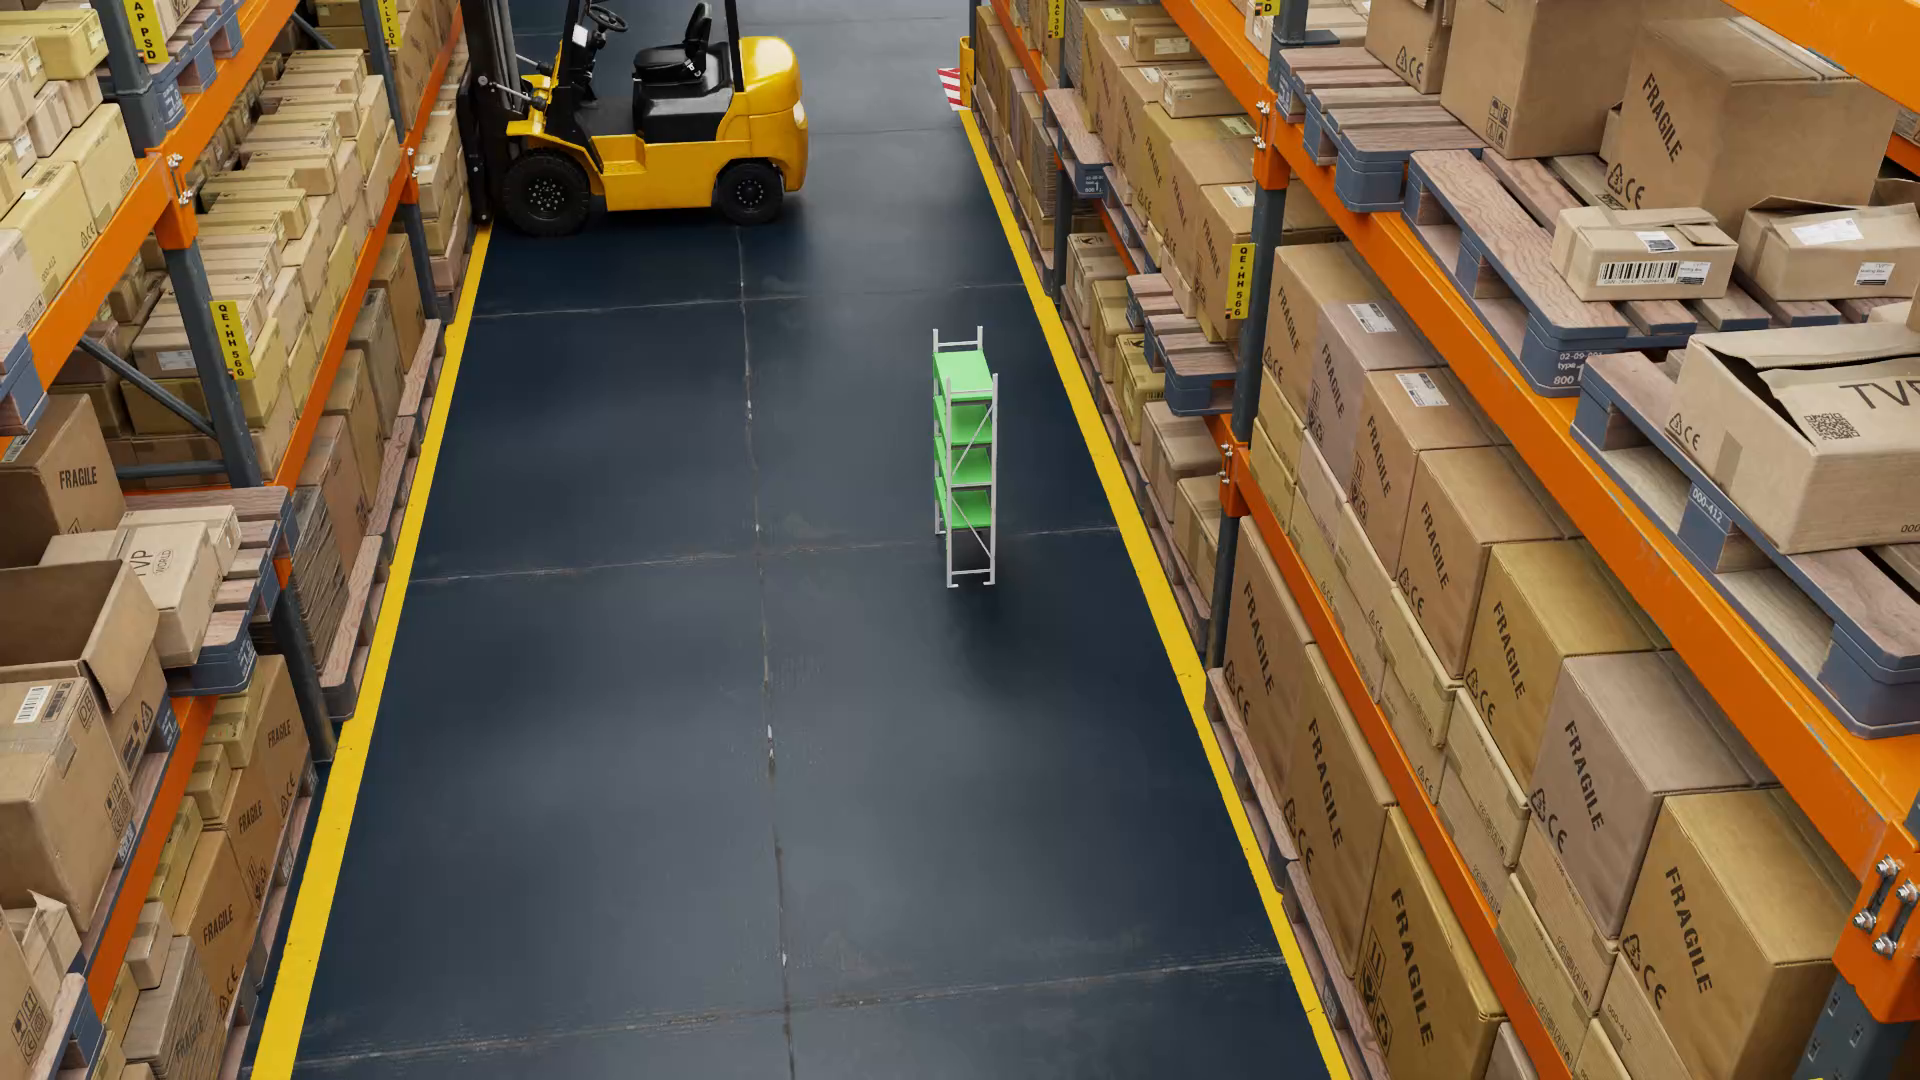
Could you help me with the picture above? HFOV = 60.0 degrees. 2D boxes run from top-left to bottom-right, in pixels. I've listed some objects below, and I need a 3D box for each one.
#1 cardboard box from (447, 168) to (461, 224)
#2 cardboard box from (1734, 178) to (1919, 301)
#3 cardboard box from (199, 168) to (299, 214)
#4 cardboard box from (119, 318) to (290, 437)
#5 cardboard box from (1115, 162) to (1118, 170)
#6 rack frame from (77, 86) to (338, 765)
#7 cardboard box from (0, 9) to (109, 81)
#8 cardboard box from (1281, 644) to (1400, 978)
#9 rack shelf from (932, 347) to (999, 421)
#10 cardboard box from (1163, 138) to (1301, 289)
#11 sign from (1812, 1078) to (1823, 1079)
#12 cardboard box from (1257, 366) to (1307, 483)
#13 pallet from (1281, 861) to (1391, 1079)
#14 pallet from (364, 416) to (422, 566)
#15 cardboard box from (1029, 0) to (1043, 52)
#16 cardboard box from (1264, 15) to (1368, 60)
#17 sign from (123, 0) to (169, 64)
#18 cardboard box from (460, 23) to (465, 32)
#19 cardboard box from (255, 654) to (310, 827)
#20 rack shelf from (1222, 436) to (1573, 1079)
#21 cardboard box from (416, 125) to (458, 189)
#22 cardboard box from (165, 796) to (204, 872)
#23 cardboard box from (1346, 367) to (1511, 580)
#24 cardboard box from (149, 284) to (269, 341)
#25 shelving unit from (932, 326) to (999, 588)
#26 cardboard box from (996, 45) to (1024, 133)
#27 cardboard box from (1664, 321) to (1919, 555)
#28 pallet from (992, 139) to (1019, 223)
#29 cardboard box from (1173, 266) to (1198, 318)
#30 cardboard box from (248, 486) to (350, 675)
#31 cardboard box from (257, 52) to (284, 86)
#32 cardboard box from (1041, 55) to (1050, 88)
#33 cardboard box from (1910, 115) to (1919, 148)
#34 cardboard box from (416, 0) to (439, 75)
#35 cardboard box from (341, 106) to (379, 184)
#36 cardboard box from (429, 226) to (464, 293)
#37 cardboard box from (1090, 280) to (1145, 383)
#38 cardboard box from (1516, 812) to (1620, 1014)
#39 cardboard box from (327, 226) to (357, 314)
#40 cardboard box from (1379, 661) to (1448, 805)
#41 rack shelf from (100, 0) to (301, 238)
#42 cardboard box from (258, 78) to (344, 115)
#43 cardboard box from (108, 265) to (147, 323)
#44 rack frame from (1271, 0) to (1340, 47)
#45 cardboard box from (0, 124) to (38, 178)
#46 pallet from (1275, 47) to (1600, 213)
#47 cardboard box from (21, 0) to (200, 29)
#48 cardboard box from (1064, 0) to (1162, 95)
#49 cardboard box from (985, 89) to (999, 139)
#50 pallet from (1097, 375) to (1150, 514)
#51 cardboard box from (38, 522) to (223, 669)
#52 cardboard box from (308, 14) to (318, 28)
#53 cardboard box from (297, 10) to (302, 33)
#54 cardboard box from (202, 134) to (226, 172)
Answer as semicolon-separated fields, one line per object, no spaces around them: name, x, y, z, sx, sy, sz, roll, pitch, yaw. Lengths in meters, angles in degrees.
cardboard box;-3.628;-2.304;11.092;0.500;0.250;0.500;-5;35;-7
cardboard box;2.296;-0.803;4.348;0.396;0.266;0.258;-2;34;-2
cardboard box;-3.327;-1.621;7.800;0.380;0.149;0.250;-4;35;-6
cardboard box;-3.054;-0.666;6.753;0.500;0.250;0.500;-4;35;-6
cardboard box;1.044;-2.024;8.907;0.380;0.149;0.250;-4;34;-6
rack frame;-3.261;-0.254;6.459;1.000;3.000;0.127;-4;35;-6
cardboard box;-2.921;-1.550;5.212;0.380;0.149;0.250;-3;34;-5
cardboard box;1.784;0.962;6.188;0.875;0.875;0.875;-4;34;-6
rack shelf;0.022;-0.747;8.042;0.258;0.148;0.480;-4;35;-6
cardboard box;1.240;-1.490;7.547;0.500;0.500;0.500;-5;35;-7
sign;1.659;1.201;3.366;0.100;0.325;0.005;-4;35;-6
cardboard box;1.481;-0.475;6.473;0.500;0.250;0.500;-5;35;-7
pallet;1.849;1.645;6.148;1.003;0.211;1.213;-4;35;-6
pallet;-3.494;-0.243;8.919;1.003;0.211;1.213;-4;35;-6
cardboard box;0.737;-3.544;10.934;0.500;0.500;0.500;-3;34;-5
cardboard box;1.407;-1.927;6.474;0.380;0.149;0.250;-4;35;-6
sign;-2.723;-1.747;5.527;0.100;0.325;0.005;-4;35;-6
cardboard box;-3.966;-3.935;13.042;0.500;0.250;0.500;-3;34;-5
cardboard box;-2.991;0.825;6.722;0.500;0.500;0.500;-3;34;-5
rack shelf;1.926;0.782;5.578;1.077;0.370;4.000;-4;35;-6
cardboard box;-3.612;-2.516;10.959;0.500;0.250;0.500;-4;35;-6
cardboard box;-2.894;1.045;5.824;0.380;0.149;0.250;-3;34;-5
cardboard box;1.612;-0.227;5.442;0.500;0.500;0.500;-3;34;-5
cardboard box;-3.049;-0.912;6.760;0.380;0.149;0.250;-4;34;-5
shelving unit;0.022;-0.403;8.277;0.258;1.200;0.503;-4;35;-6
cardboard box;0.554;-3.387;12.459;0.500;0.500;0.500;-4;34;-5
cardboard box;1.869;-0.252;3.499;0.500;0.311;0.500;-4;35;-6
pallet;0.827;-2.766;12.621;1.003;0.211;1.213;-4;35;-6
cardboard box;1.194;-1.148;7.621;0.380;0.149;0.250;-5;35;-7
cardboard box;-3.331;0.205;7.521;0.875;0.625;0.625;-3;34;-5
cardboard box;-3.964;-2.583;9.212;0.380;0.149;0.250;-5;35;-7
cardboard box;0.734;-3.055;10.792;0.380;0.149;0.250;-4;34;-5
cardboard box;5.948;-2.462;9.610;0.500;0.500;0.500;-5;35;-7
cardboard box;-3.755;-3.366;10.938;0.500;0.500;0.500;-5;35;-7
cardboard box;-3.403;-2.089;8.841;0.500;0.250;0.500;-5;35;-8
cardboard box;-3.536;-1.818;10.823;0.500;0.250;0.500;-4;34;-6
cardboard box;1.292;-1.258;9.893;0.950;0.372;0.625;-2;34;-3
cardboard box;1.820;0.950;4.382;0.500;0.250;0.500;-4;34;-5
cardboard box;-3.285;-1.315;8.150;0.500;0.250;0.500;-3;34;-5
cardboard box;1.695;0.576;5.375;0.500;0.250;0.500;-4;35;-6
rack shelf;-3.530;-2.312;7.454;1.077;0.370;4.000;-4;35;-6
cardboard box;-3.499;-2.338;8.853;0.380;0.149;0.250;-4;35;-6
cardboard box;-3.625;-1.016;6.912;0.380;0.149;0.250;-4;35;-6
rack frame;1.657;-3.111;5.324;1.000;3.000;0.127;-4;35;-6
cardboard box;-2.949;-1.122;4.848;0.380;0.149;0.250;-4;34;-5
pallet;1.796;-1.438;5.701;1.213;0.211;1.003;-3;34;-4
cardboard box;-3.117;-2.172;6.060;0.500;0.500;0.500;-4;34;-6
cardboard box;0.898;-2.918;9.643;0.500;0.500;0.500;-4;34;-5
cardboard box;0.477;-3.377;13.110;0.500;0.250;0.500;-3;34;-5
pallet;1.393;-0.595;9.436;1.003;0.211;1.213;-4;35;-6
cardboard box;-2.798;0.199;5.555;0.500;0.250;0.500;-6;35;-9
cardboard box;-4.190;-3.036;10.452;0.500;0.500;0.500;-4;34;-6
cardboard box;-4.165;-3.092;9.959;0.380;0.149;0.250;-5;35;-8
cardboard box;-3.845;-1.867;8.162;0.380;0.149;0.250;-5;35;-7
